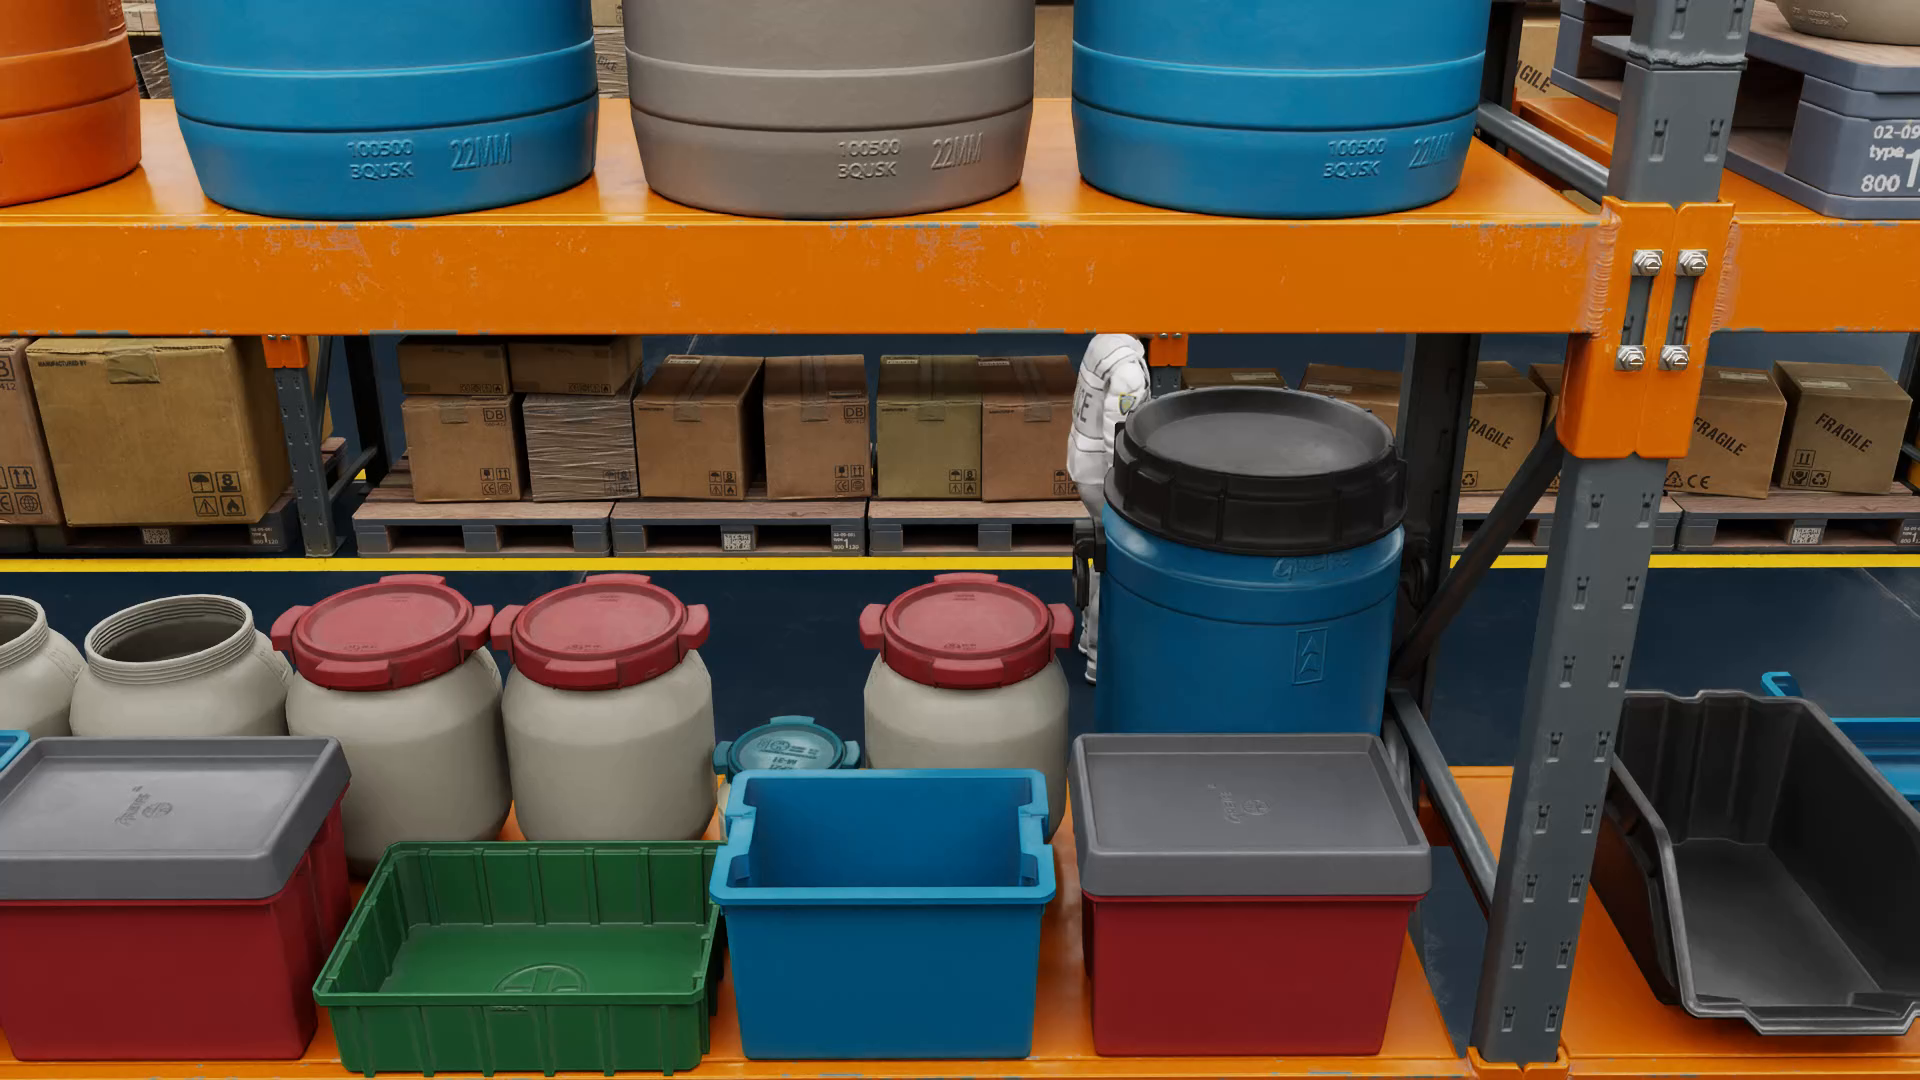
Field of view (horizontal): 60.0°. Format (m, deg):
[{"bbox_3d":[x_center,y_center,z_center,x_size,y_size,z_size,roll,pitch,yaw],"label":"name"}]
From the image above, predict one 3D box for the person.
[{"bbox_3d":[0.618,-0.246,6.644,0.376,1.662,0.543,-2,24,-4],"label":"person"}]
